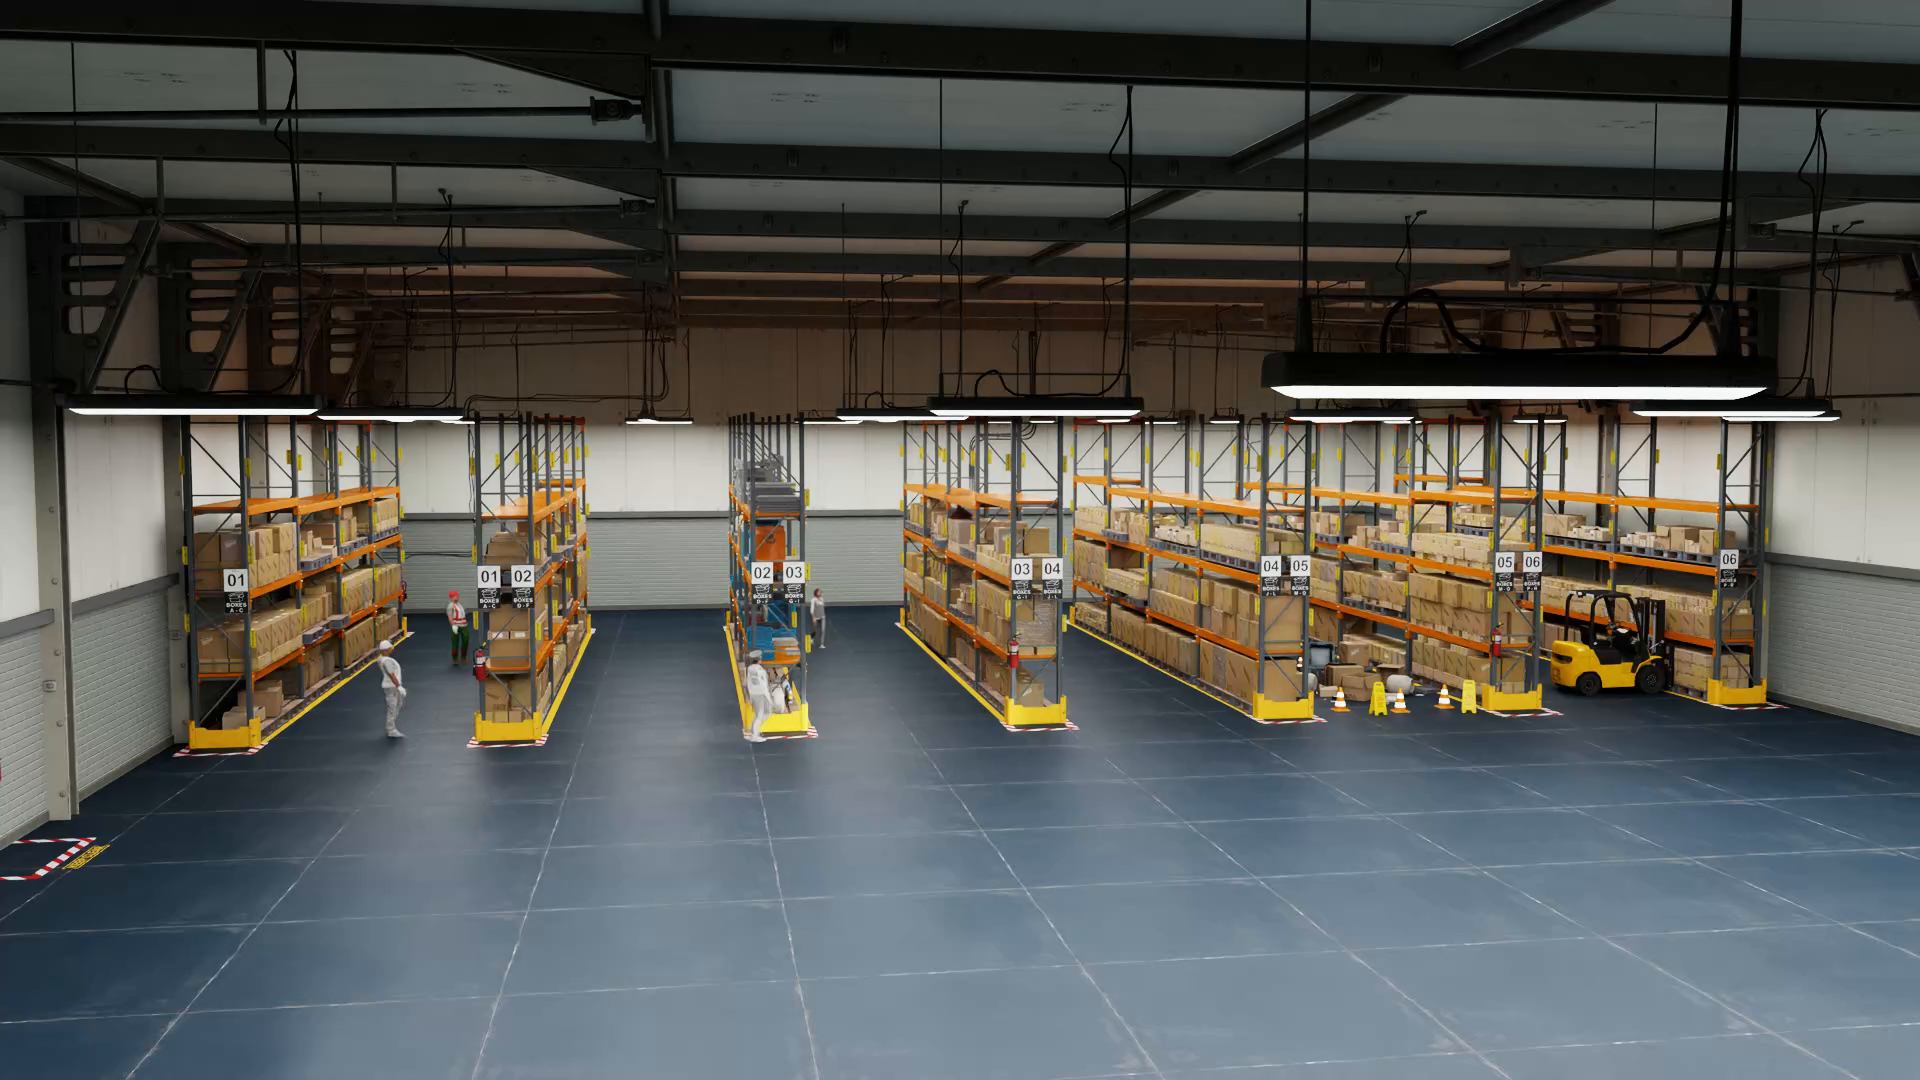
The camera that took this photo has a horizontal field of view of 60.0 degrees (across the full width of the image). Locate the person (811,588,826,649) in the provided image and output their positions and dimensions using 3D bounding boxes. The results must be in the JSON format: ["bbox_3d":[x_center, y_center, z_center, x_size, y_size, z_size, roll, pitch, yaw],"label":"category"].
[{"bbox_3d":[-3.676,2.017,42.954,0.410,1.543,0.778,-1,4,-20],"label":"person"}]

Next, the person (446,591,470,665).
[{"bbox_3d":[-12.044,2.120,39.982,0.574,1.807,0.630,-3,5,-40],"label":"person"}]

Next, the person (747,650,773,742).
[{"bbox_3d":[-3.631,2.821,30.093,0.468,1.676,0.474,0,4,-2],"label":"person"}]

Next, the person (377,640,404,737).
[{"bbox_3d":[-10.496,2.759,30.786,0.584,1.830,0.660,0,4,-6],"label":"person"}]
